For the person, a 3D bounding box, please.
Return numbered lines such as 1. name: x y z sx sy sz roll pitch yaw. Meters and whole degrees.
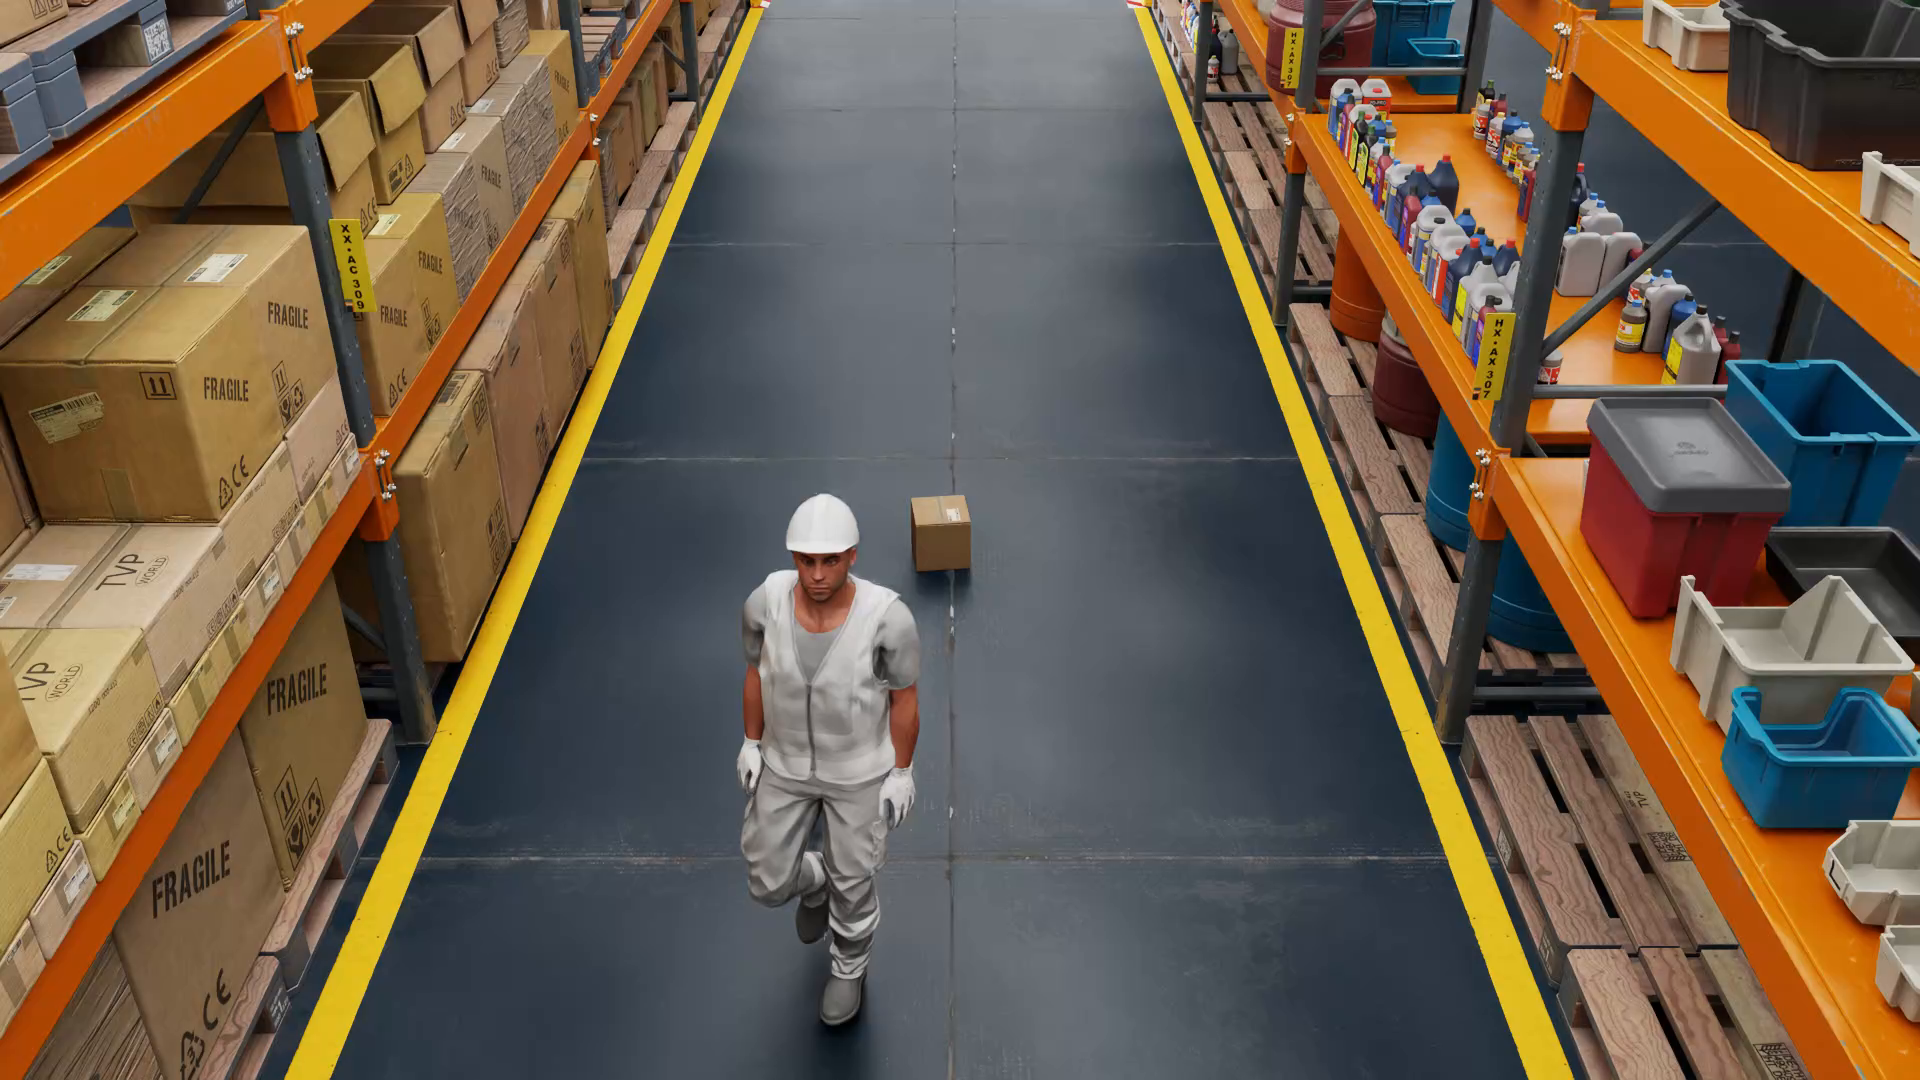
1. person: -0.399 0.655 4.969 0.568 1.780 0.505 6 32 10
